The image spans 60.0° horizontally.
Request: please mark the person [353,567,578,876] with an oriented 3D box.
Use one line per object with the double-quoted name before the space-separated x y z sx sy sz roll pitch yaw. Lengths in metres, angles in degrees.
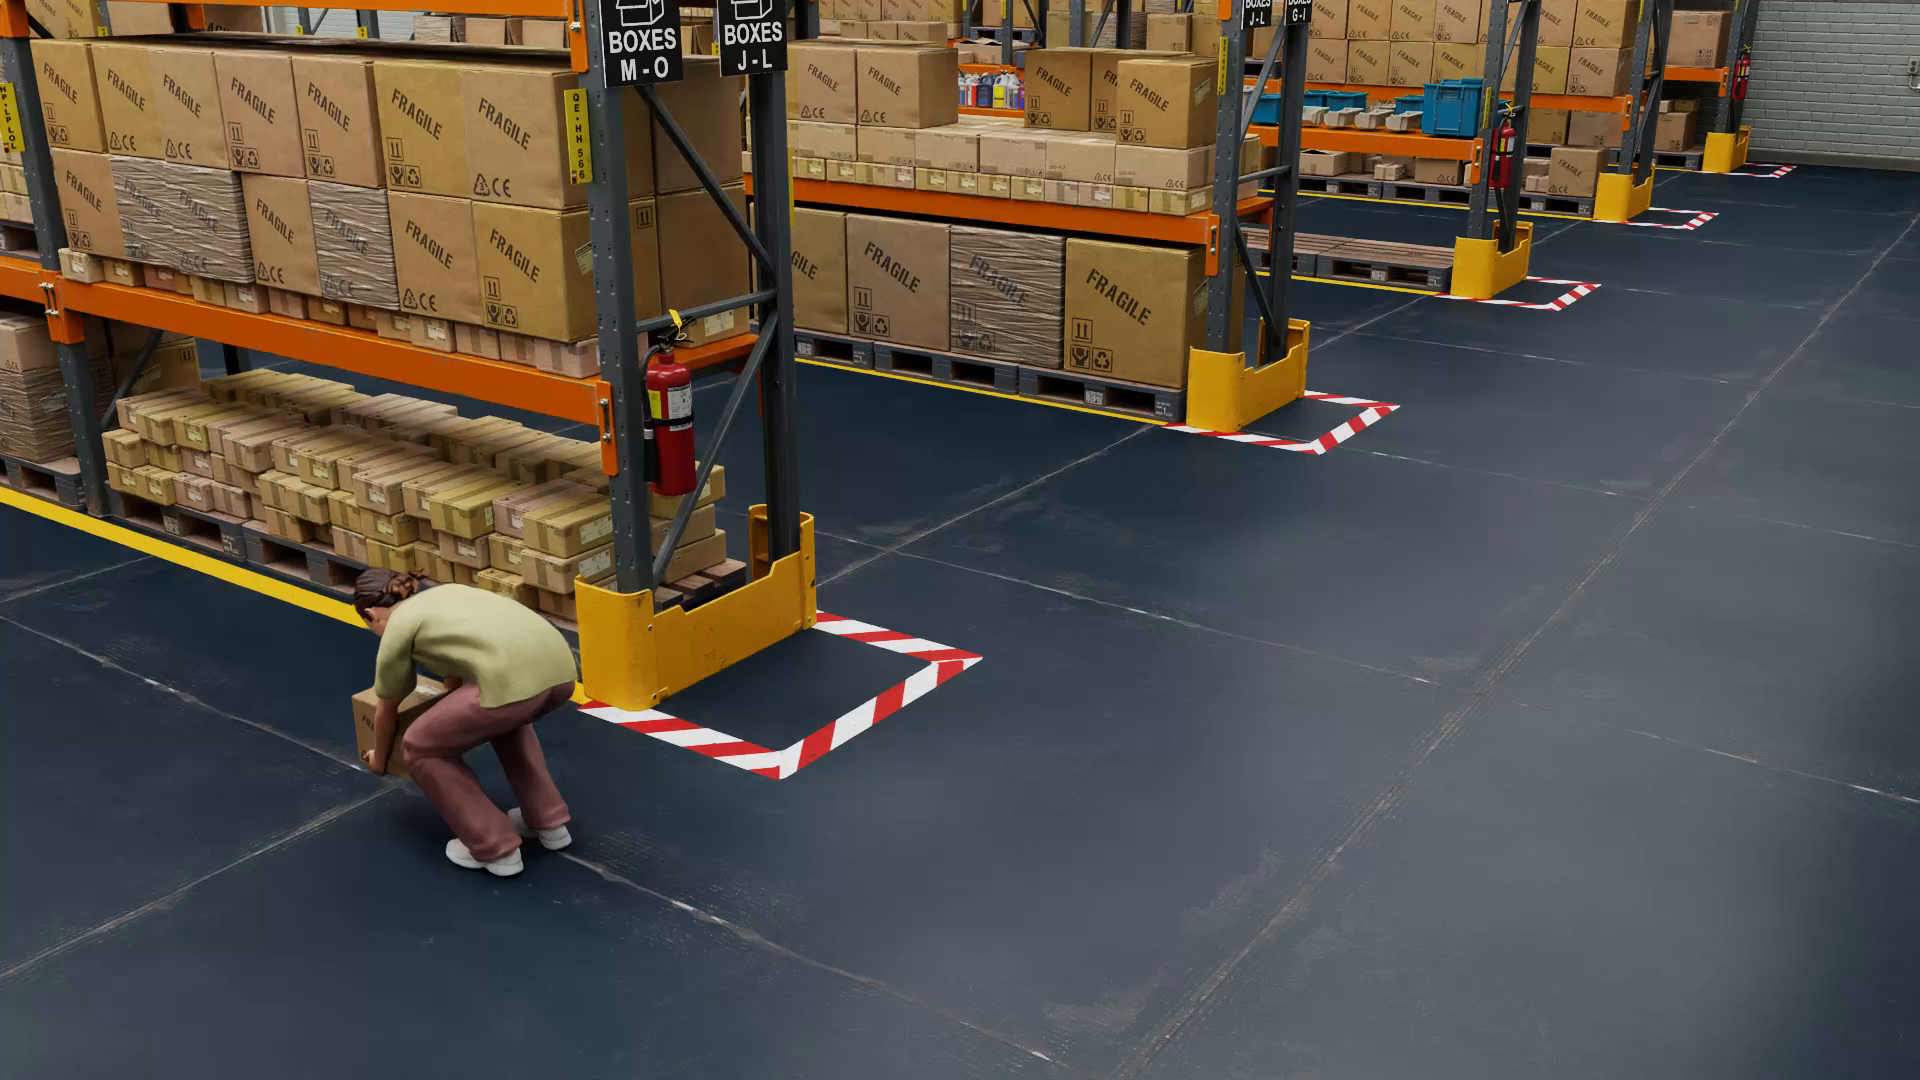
"person" -1.656 0.595 5.556 0.863 0.910 0.476 12 23 30
